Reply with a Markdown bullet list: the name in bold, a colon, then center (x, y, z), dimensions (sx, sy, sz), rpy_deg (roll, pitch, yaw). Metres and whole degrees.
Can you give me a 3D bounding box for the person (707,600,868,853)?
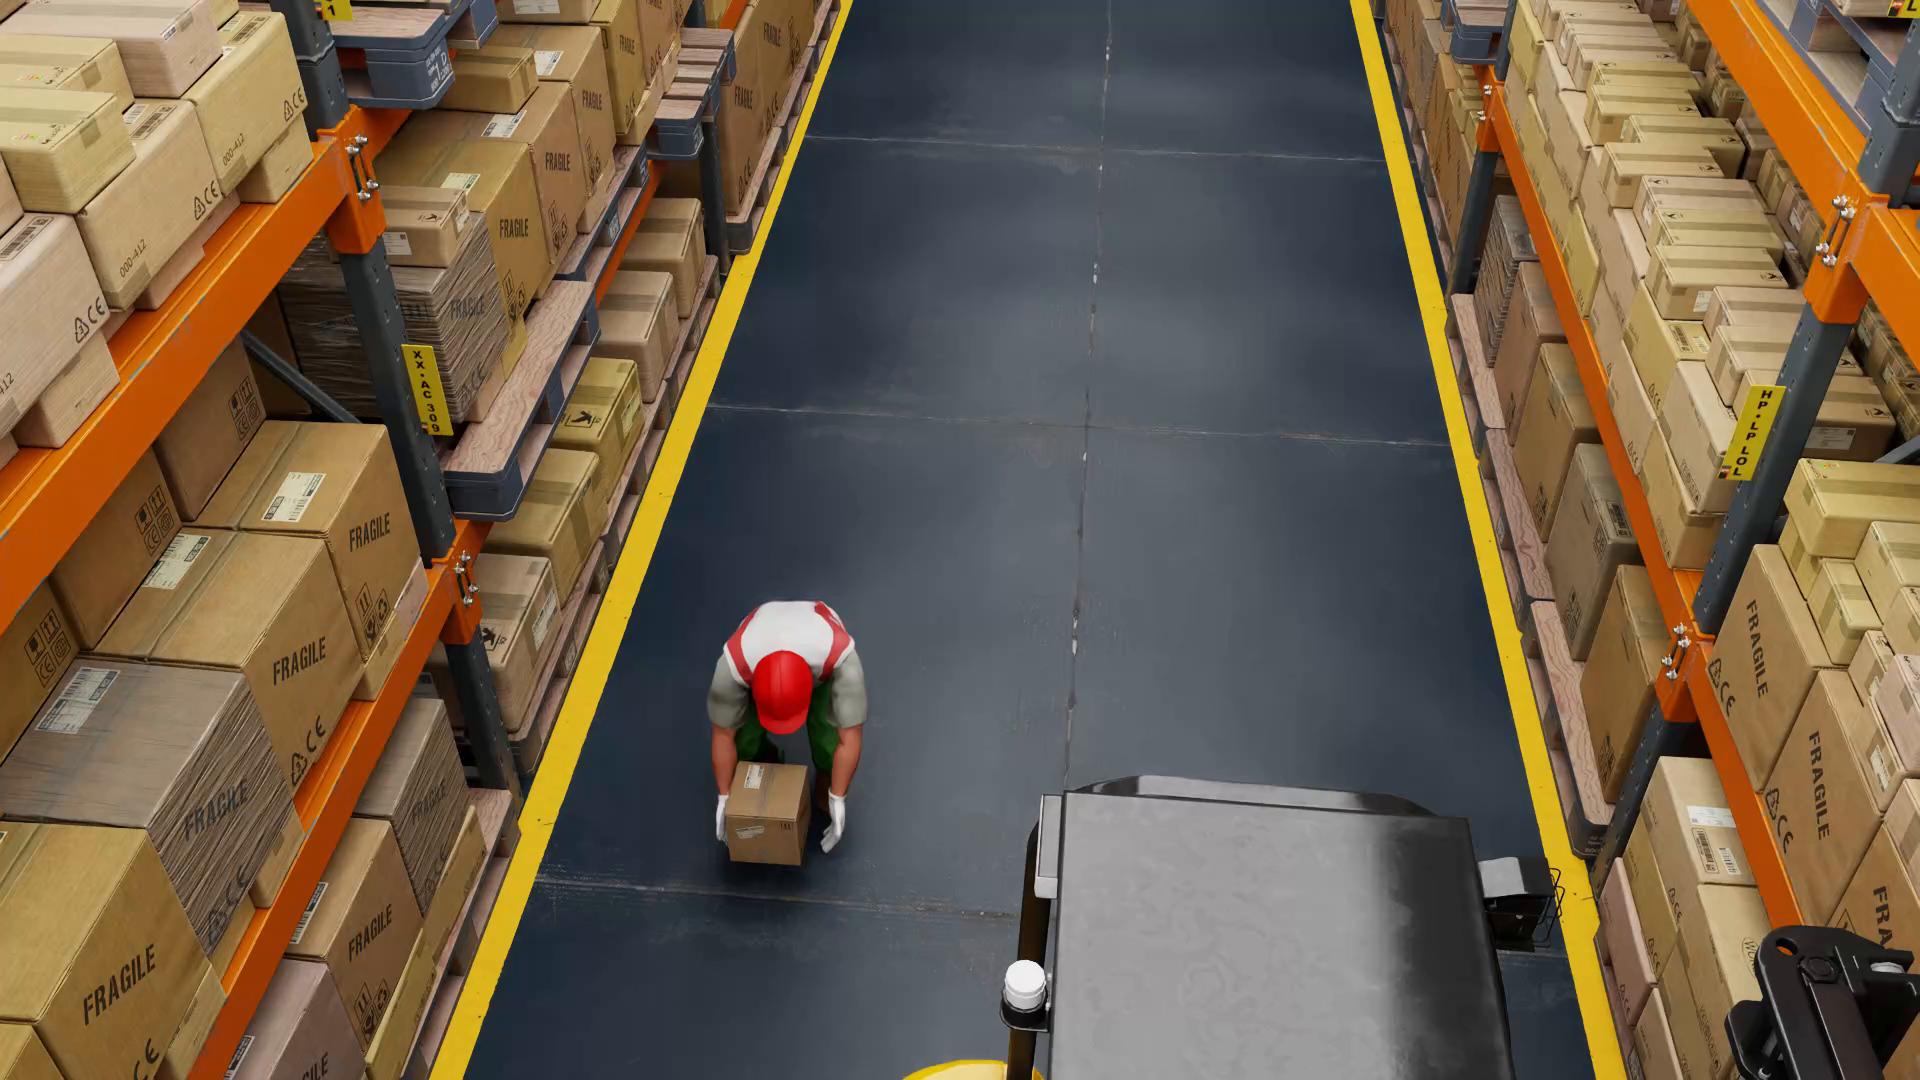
- **person**: center (-0.594, 0.595, 5.997), dimensions (0.570, 1.056, 0.859), rpy_deg (3, 40, 4)
